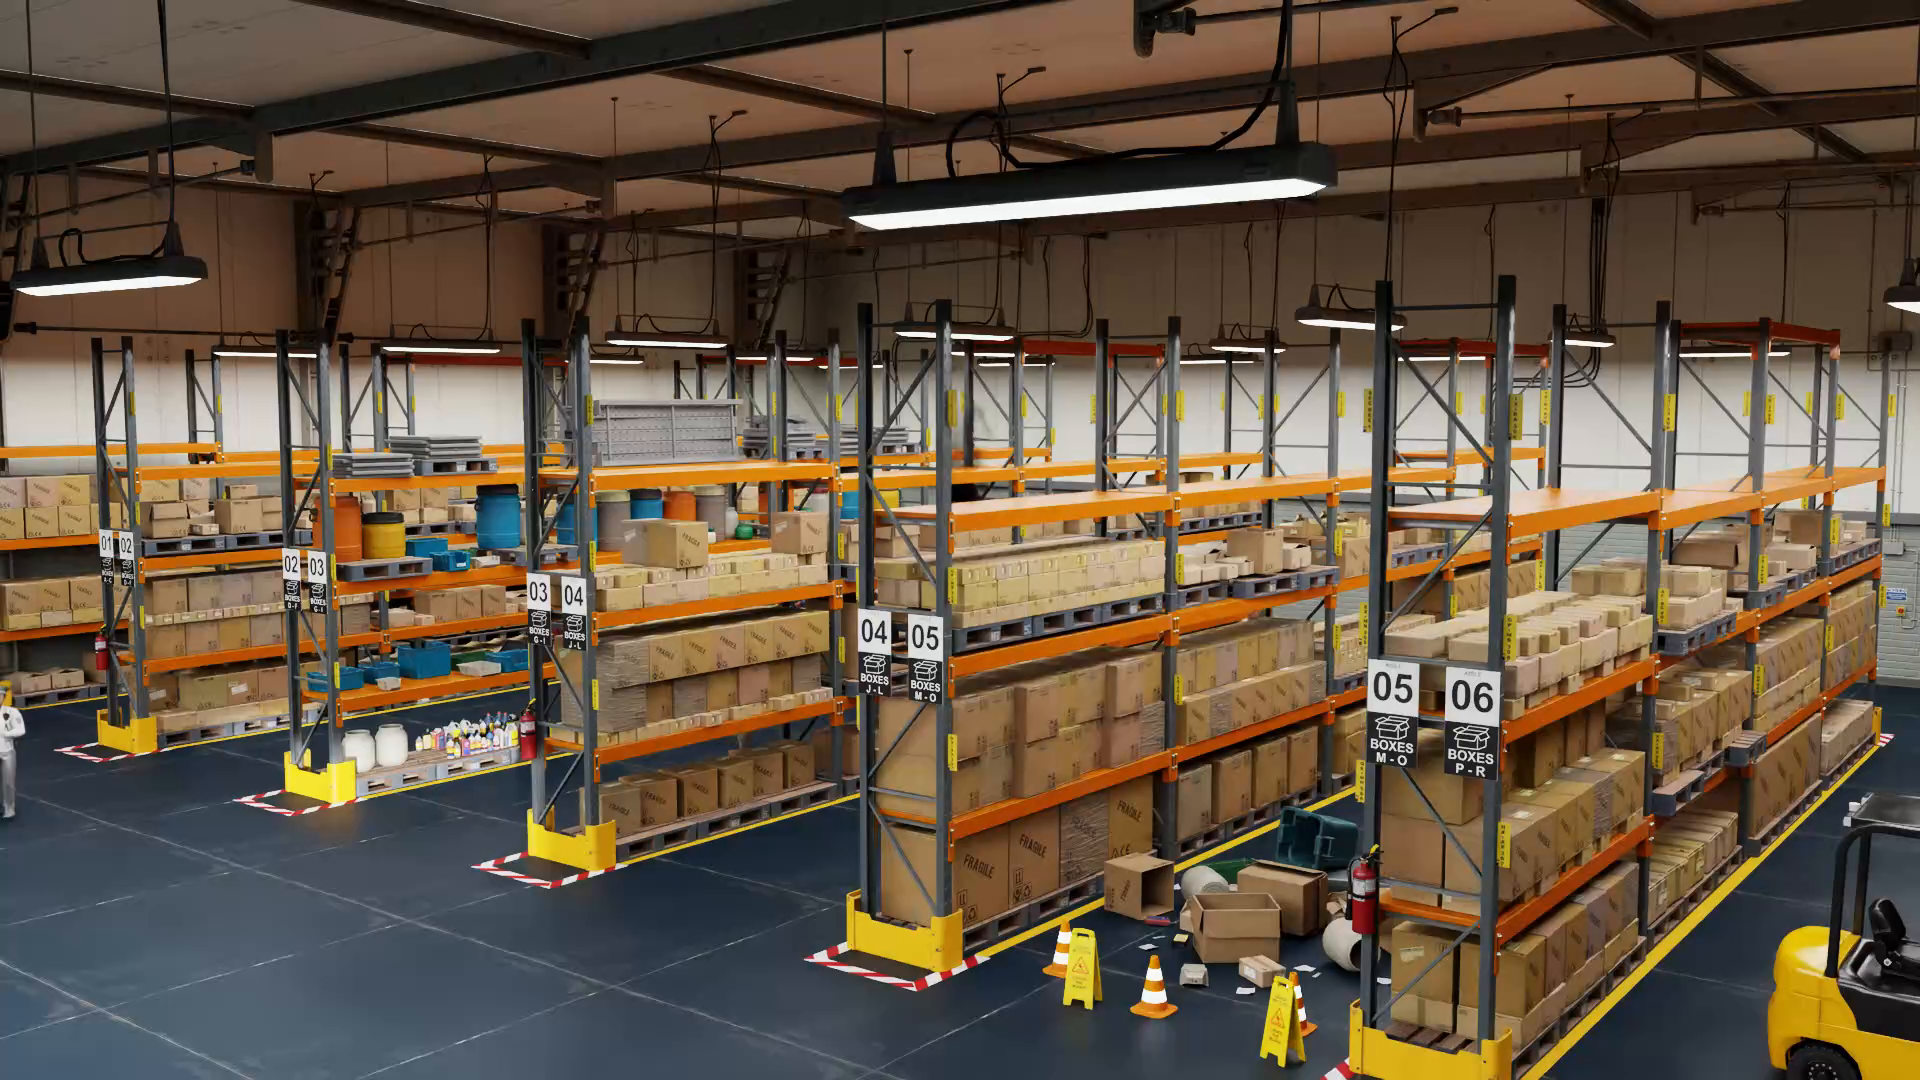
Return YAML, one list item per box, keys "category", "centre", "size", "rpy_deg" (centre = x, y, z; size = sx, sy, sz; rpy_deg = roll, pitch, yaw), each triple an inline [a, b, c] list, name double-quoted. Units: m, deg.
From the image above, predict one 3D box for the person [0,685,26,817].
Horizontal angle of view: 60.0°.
- category: "person"
  centre: [-11.523, 2.589, 19.942]
  size: [0.584, 1.750, 0.733]
  rpy_deg: [-3, 6, -27]

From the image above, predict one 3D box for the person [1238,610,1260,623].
- category: "person"
  centre: [4.739, 1.921, 27.195]
  size: [0.693, 1.741, 0.673]
  rpy_deg: [3, 6, 27]

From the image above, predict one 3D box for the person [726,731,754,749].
- category: "person"
  centre: [-2.957, 2.276, 22.849]
  size: [0.658, 1.723, 0.586]
  rpy_deg: [3, 6, 31]

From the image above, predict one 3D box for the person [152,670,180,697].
- category: "person"
  centre: [-12.691, 2.055, 26.591]
  size: [0.546, 1.596, 0.799]
  rpy_deg: [3, 6, 35]
